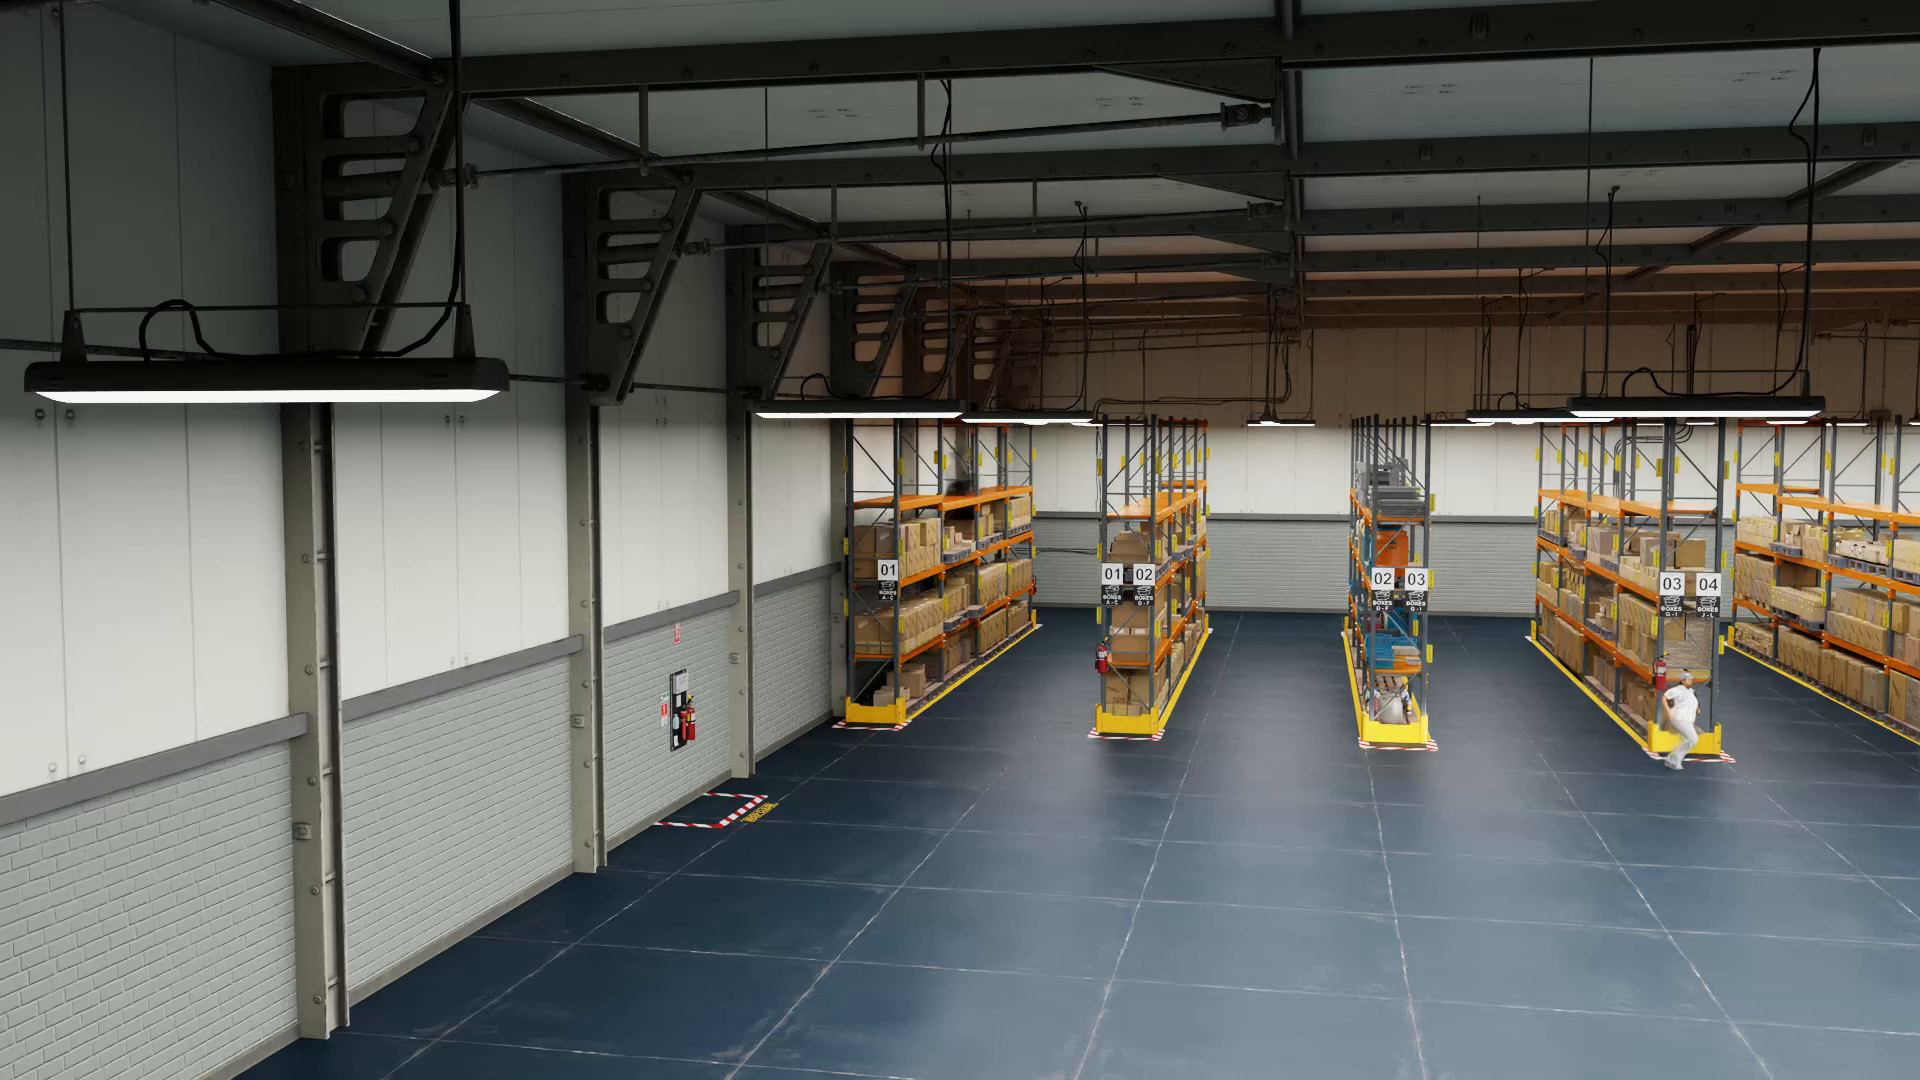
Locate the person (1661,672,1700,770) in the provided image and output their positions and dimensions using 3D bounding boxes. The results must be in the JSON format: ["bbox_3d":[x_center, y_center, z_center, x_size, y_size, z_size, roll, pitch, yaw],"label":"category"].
[{"bbox_3d":[12.200,3.048,27.989,0.598,1.631,0.613,-3,5,-41],"label":"person"}]
